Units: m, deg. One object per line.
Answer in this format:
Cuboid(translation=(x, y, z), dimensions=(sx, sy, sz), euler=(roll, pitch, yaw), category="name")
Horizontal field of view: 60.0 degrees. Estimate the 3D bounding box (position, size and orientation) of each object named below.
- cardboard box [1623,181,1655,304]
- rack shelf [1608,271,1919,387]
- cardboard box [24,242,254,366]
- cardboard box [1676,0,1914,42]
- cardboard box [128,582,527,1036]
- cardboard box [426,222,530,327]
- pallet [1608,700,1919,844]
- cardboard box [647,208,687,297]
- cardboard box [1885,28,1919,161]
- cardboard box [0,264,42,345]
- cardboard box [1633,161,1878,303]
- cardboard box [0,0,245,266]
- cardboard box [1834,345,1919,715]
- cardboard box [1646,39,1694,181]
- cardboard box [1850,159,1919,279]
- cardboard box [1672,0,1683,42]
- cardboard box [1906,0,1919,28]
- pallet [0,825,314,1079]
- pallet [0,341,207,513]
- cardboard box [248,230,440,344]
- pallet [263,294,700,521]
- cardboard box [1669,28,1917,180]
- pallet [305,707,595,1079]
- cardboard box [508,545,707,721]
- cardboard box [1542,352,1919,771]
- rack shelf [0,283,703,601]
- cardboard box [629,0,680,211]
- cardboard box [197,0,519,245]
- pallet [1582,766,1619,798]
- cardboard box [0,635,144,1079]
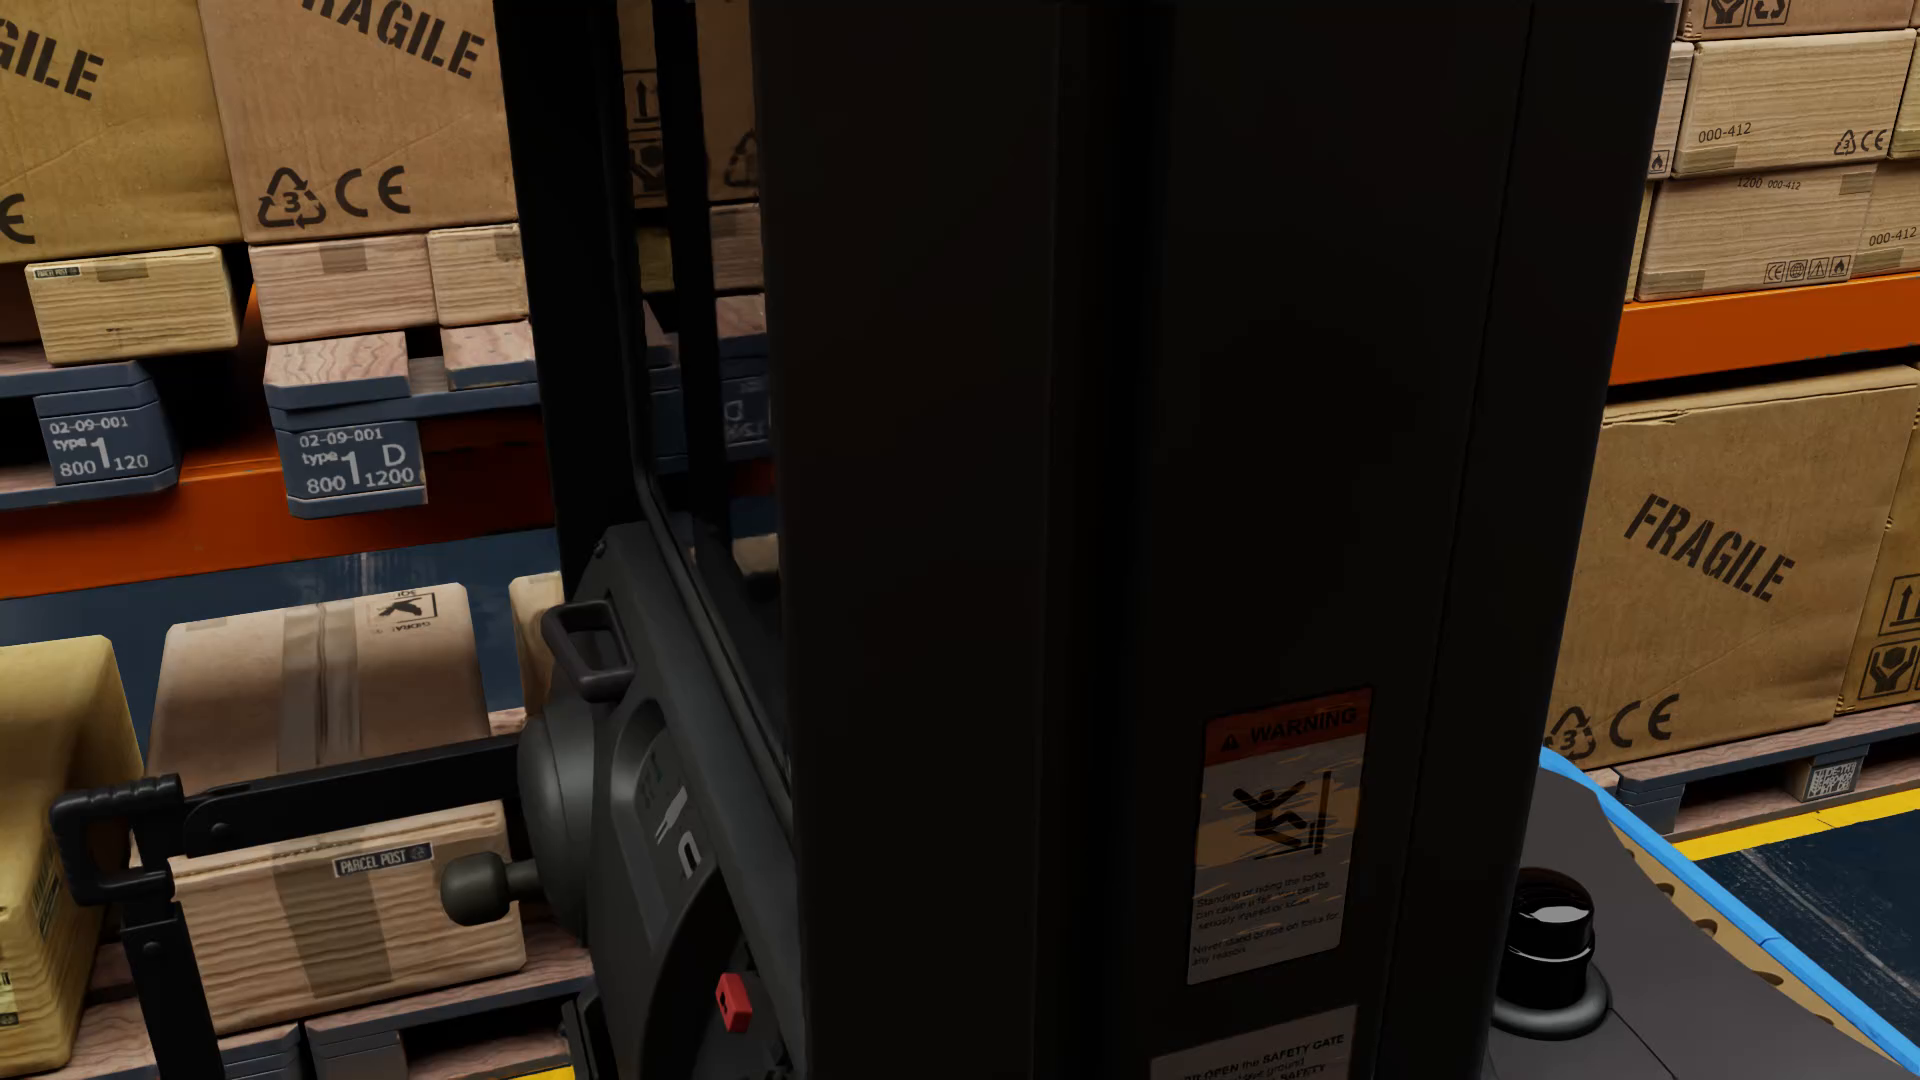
Cuboid(translation=(1.003, -0.642, 3.339), dimensions=(0.500, 0.250, 0.500), euler=(-9, 28, -18), category="cardboard box")
Cuboid(translation=(1.879, -0.623, 3.941), dimensions=(4.000, 0.370, 1.077), euler=(-8, 28, -16), category="rack shelf")
Cuboid(translation=(-1.219, -0.405, 2.502), dimensions=(0.250, 0.149, 0.380), euler=(-8, 27, -15), category="cardboard box")
Cuboid(translation=(1.487, -1.264, 3.187), dimensions=(0.500, 0.500, 0.500), euler=(-7, 27, -15), category="cardboard box")
Cuboid(translation=(-1.263, 0.497, 3.358), dimensions=(0.625, 0.372, 0.950), euler=(-9, 28, -17), category="cardboard box")
Cuboid(translation=(-0.720, -0.480, 2.654), dimensions=(0.250, 0.149, 0.380), euler=(-8, 28, -17), category="cardboard box")
Cuboid(translation=(1.908, 0.336, 4.336), dimensions=(1.213, 0.211, 1.003), euler=(-8, 28, -16), category="pallet")
Cuboid(translation=(-0.494, -0.534, 2.762), dimensions=(0.250, 0.149, 0.380), euler=(-8, 27, -15), category="cardboard box")
Cuboid(translation=(1.991, -0.991, 3.479), dimensions=(0.500, 0.250, 0.500), euler=(-8, 27, -15), category="cardboard box")
Cuboid(translation=(-1.497, -0.424, 2.540), dimensions=(0.250, 0.149, 0.380), euler=(-8, 28, -16), category="cardboard box")
Cuboid(translation=(1.504, -0.712, 3.479), dimensions=(0.500, 0.250, 0.500), euler=(-7, 27, -14), category="cardboard box")
Cuboid(translation=(-1.337, -0.710, 2.388), dimensions=(0.500, 0.500, 0.500), euler=(-10, 28, -20), category="cardboard box")
Cuboid(translation=(2.359, -0.211, 4.218), dimensions=(0.875, 0.875, 0.875), euler=(-7, 27, -15), category="cardboard box")
Cuboid(translation=(1.027, -0.863, 3.221), dimensions=(0.500, 0.250, 0.500), euler=(-8, 27, -15), category="cardboard box")
Cuboid(translation=(1.972, -0.781, 3.619), dimensions=(0.500, 0.250, 0.500), euler=(-8, 28, -16), category="cardboard box")
Cuboid(translation=(0.990, -1.200, 3.056), dimensions=(0.500, 0.500, 0.500), euler=(-8, 28, -16), category="cardboard box")
Cuboid(translation=(1.968, -1.332, 3.324), dimensions=(0.500, 0.500, 0.500), euler=(-8, 27, -15), category="cardboard box")
Cuboid(translation=(-1.925, 0.852, 3.296), dimensions=(1.213, 0.211, 1.003), euler=(-8, 28, -16), category="pallet")
Cuboid(translation=(-1.893, -0.294, 2.685), dimensions=(1.213, 0.211, 1.003), euler=(-8, 28, -16), category="pallet")
Cuboid(translation=(-0.962, -0.449, 2.591), dimensions=(0.250, 0.149, 0.380), euler=(-10, 28, -19), category="cardboard box")
Cuboid(translation=(-0.668, -0.441, 2.981), dimensions=(1.003, 0.211, 1.213), euler=(-8, 28, -16), category="pallet")
Cuboid(translation=(1.505, -0.926, 3.349), dimensions=(0.500, 0.250, 0.500), euler=(-8, 28, -16), category="cardboard box")
Cuboid(translation=(-0.767, 0.686, 3.631), dimensions=(1.213, 0.211, 1.003), euler=(-8, 28, -16), category="pallet")
Cuboid(translation=(-0.563, 0.392, 3.569), dimensions=(0.625, 0.372, 0.950), euler=(-10, 28, -20), category="cardboard box")
Cuboid(translation=(1.509, -0.088, 3.970), dimensions=(0.875, 0.875, 0.875), euler=(-8, 27, -15), category="cardboard box")
Cuboid(translation=(-1.925, -0.073, 2.832), dimensions=(4.000, 0.370, 1.077), euler=(-8, 28, -16), category="rack shelf")
Cuboid(translation=(-0.369, -0.856, 2.682), dimensions=(0.500, 0.500, 0.500), euler=(-9, 28, -18), category="cardboard box")
Cuboid(translation=(-0.857, -0.780, 2.529), dimensions=(0.500, 0.500, 0.500), euler=(-9, 28, -17), category="cardboard box")
Cuboid(translation=(0.750, 0.502, 4.001), dimensions=(1.213, 0.211, 1.003), euler=(-8, 28, -16), category="pallet")
Cuboid(translation=(-1.985, 0.599, 3.152), dimensions=(0.625, 0.372, 0.950), euler=(-7, 27, -14), category="cardboard box")
